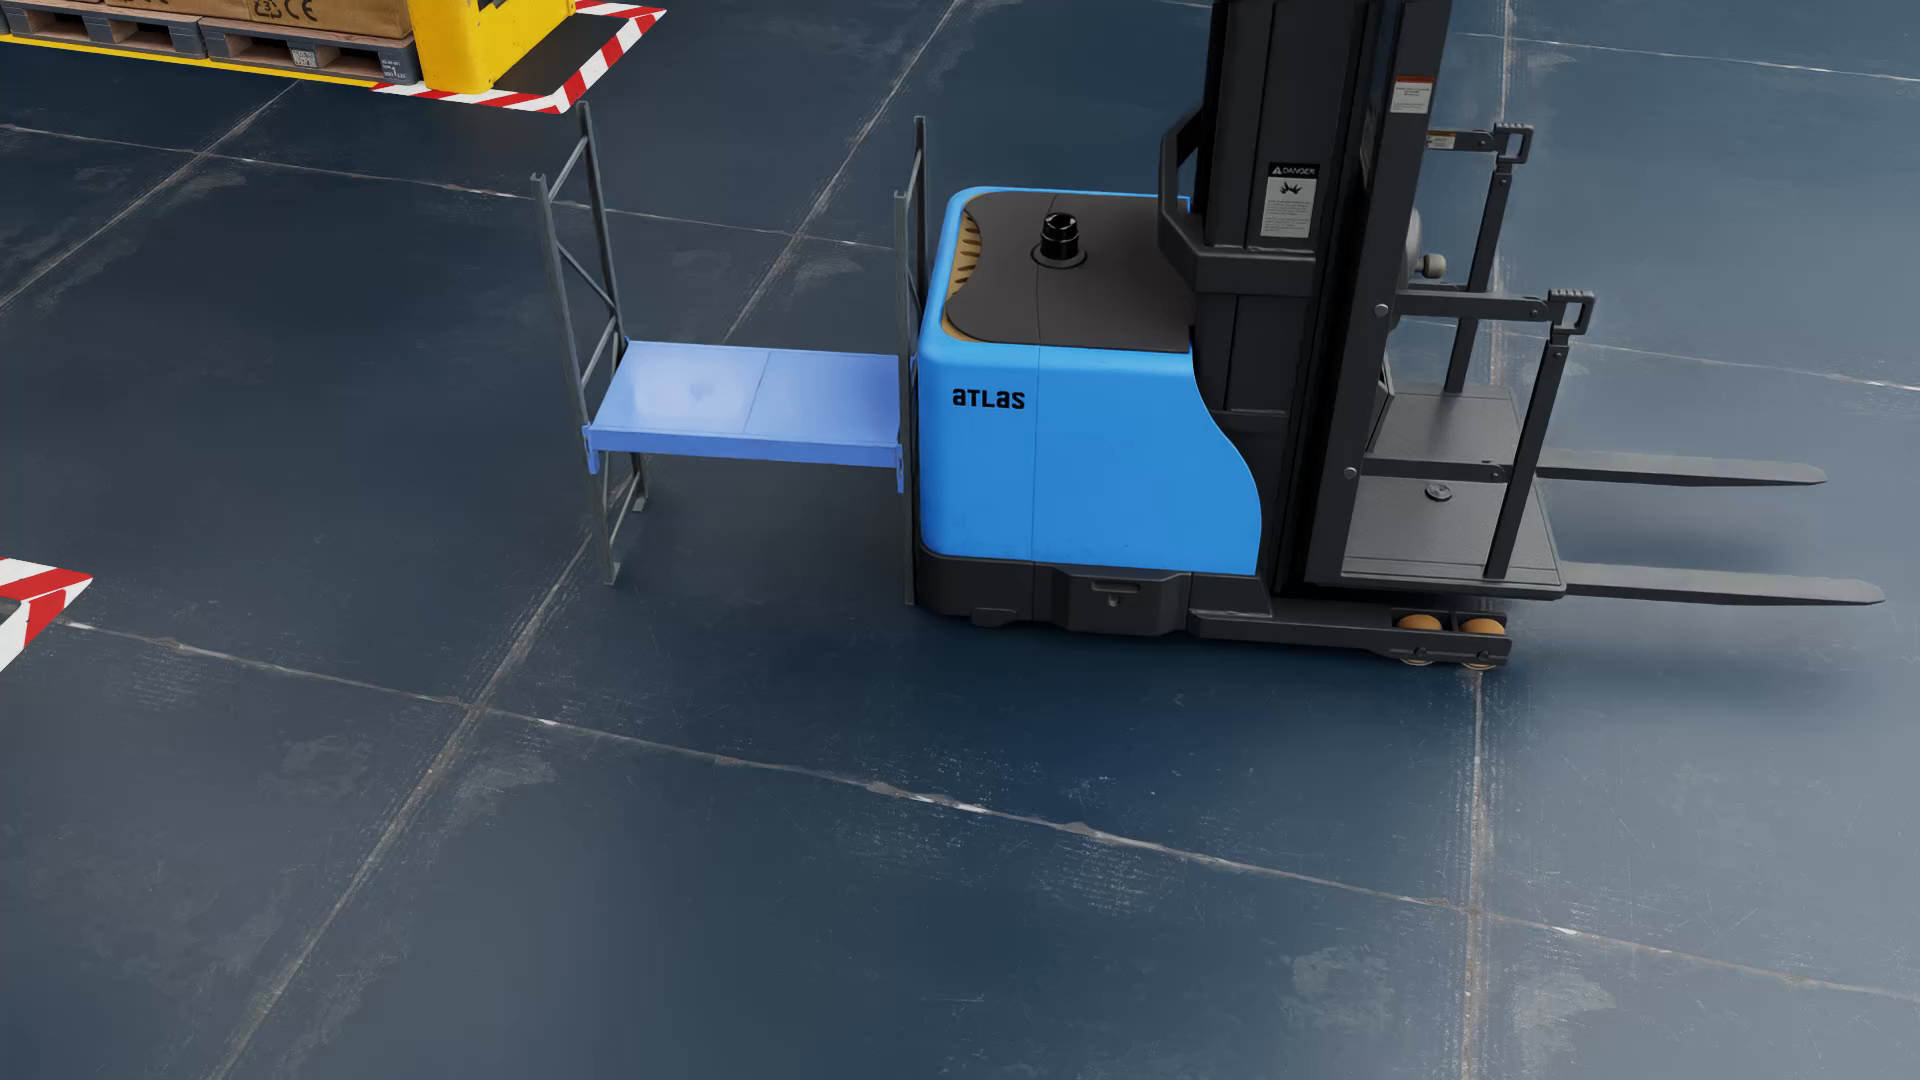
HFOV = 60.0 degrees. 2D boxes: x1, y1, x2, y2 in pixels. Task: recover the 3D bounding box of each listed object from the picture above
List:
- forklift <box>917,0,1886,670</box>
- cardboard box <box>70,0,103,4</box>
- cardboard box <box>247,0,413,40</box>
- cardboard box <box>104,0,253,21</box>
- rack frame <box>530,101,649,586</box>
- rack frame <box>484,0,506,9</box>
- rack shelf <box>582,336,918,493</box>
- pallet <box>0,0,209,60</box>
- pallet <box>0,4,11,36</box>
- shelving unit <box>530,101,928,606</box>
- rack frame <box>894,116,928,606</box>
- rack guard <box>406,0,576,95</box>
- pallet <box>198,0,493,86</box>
[{"bbox_3d":[1.412,-1.073,4.748,3.031,2.935,1.130,4,40,4],"label":"forklift"},{"bbox_3d":[-4.866,-3.511,8.923,0.875,0.875,0.875,10,41,12],"label":"cardboard box"},{"bbox_3d":[-3.135,-3.213,8.569,0.875,0.875,0.875,10,41,12],"label":"cardboard box"},{"bbox_3d":[-3.986,-3.358,8.741,0.875,0.875,0.875,9,41,11],"label":"cardboard box"},{"bbox_3d":[-1.153,-0.582,5.277,0.032,1.500,0.500,4,40,4],"label":"rack frame"},{"bbox_3d":[-2.463,-3.794,7.935,0.127,3.000,1.000,10,41,11],"label":"rack frame"},{"bbox_3d":[-0.647,-0.412,5.354,1.000,0.185,0.538,4,40,4],"label":"rack shelf"},{"bbox_3d":[-4.431,-3.015,9.175,1.213,0.211,1.003,10,41,11],"label":"pallet"},{"bbox_3d":[-5.613,-3.216,9.415,1.213,0.211,1.003,10,41,11],"label":"pallet"},{"bbox_3d":[-0.647,-0.550,5.239,1.048,1.500,0.538,4,40,4],"label":"shelving unit"},{"bbox_3d":[-0.141,-0.518,5.200,0.032,1.500,0.500,4,40,4],"label":"rack frame"},{"bbox_3d":[-2.440,-2.833,8.734,0.348,0.500,1.175,10,41,11],"label":"rack guard"},{"bbox_3d":[-3.256,-2.810,8.932,1.213,0.211,1.003,10,41,11],"label":"pallet"}]
